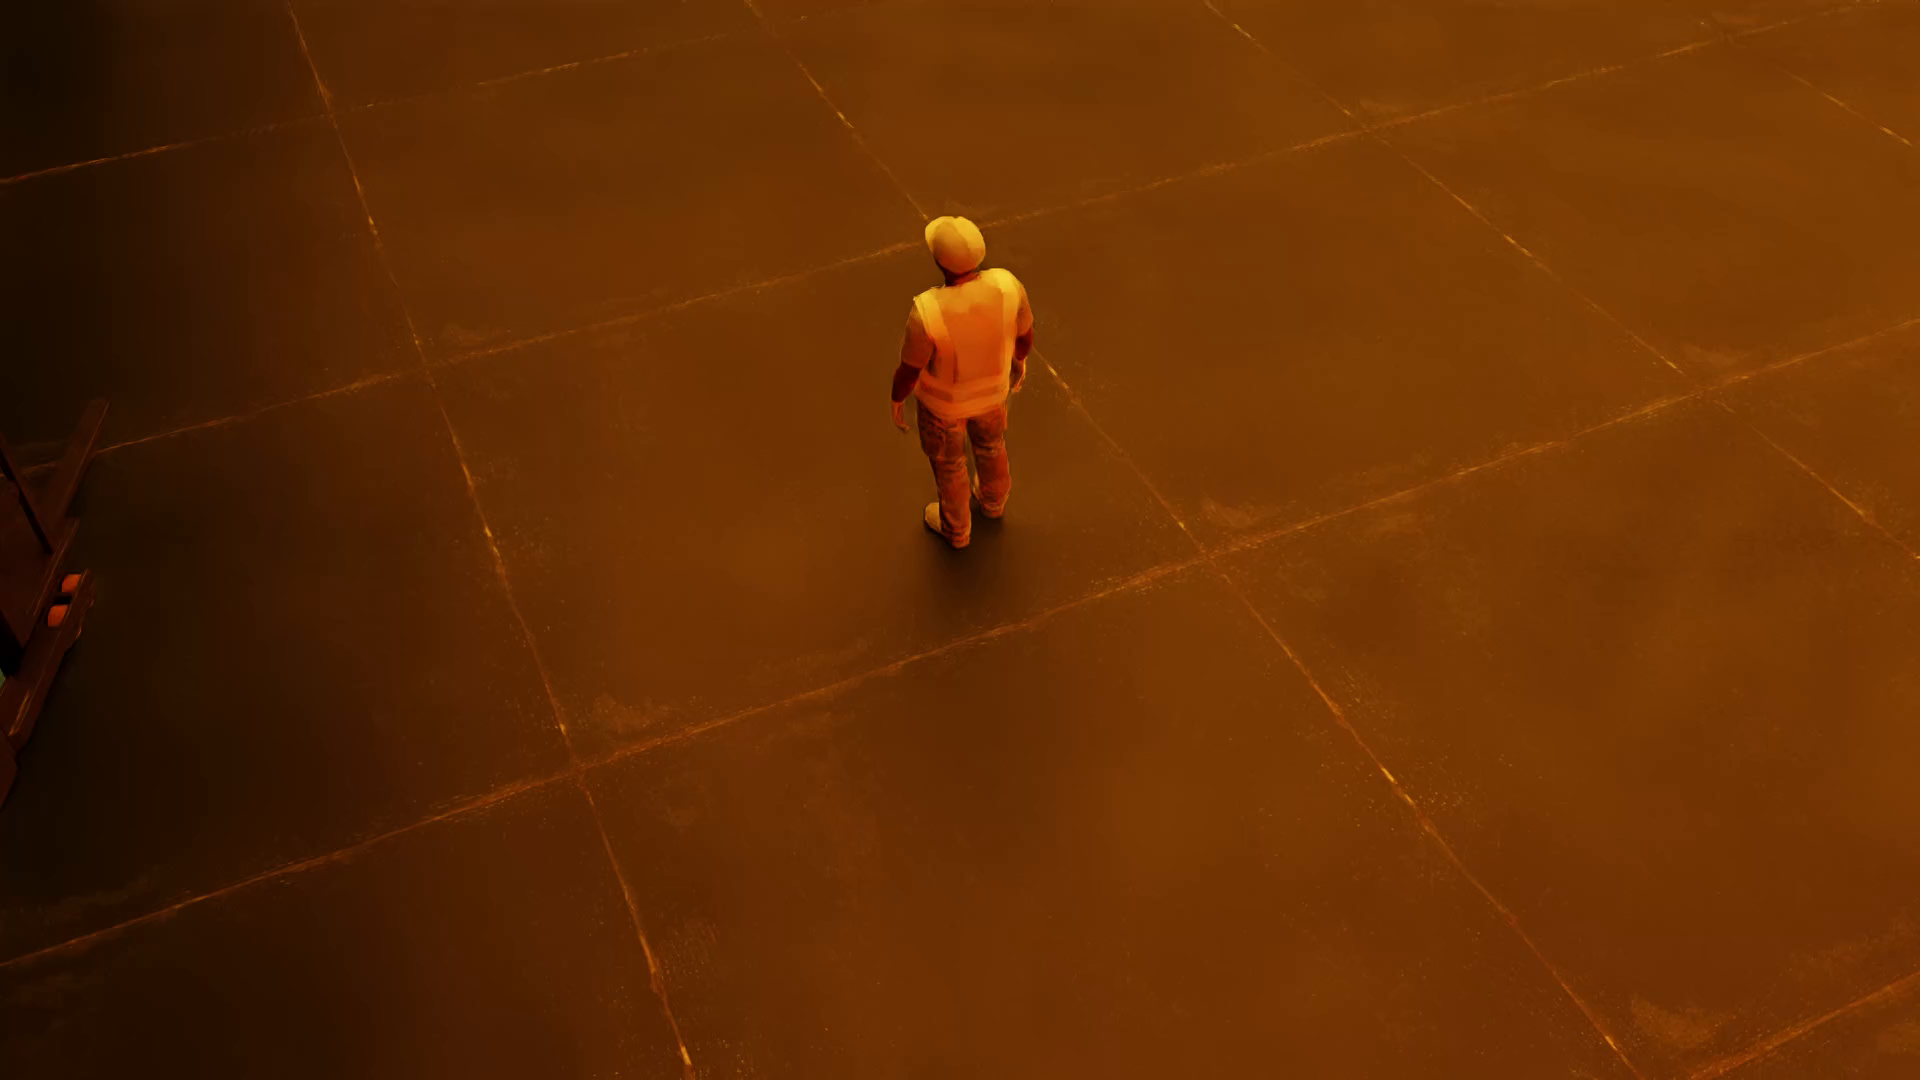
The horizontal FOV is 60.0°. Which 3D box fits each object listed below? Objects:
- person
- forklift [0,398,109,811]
[{"bbox_3d":[-0.023,-0.704,7.266,0.655,1.782,0.576,-18,46,-18],"label":"person"},{"bbox_3d":[-4.435,-0.562,6.283,1.130,2.935,3.031,-3,43,-4],"label":"forklift"}]
